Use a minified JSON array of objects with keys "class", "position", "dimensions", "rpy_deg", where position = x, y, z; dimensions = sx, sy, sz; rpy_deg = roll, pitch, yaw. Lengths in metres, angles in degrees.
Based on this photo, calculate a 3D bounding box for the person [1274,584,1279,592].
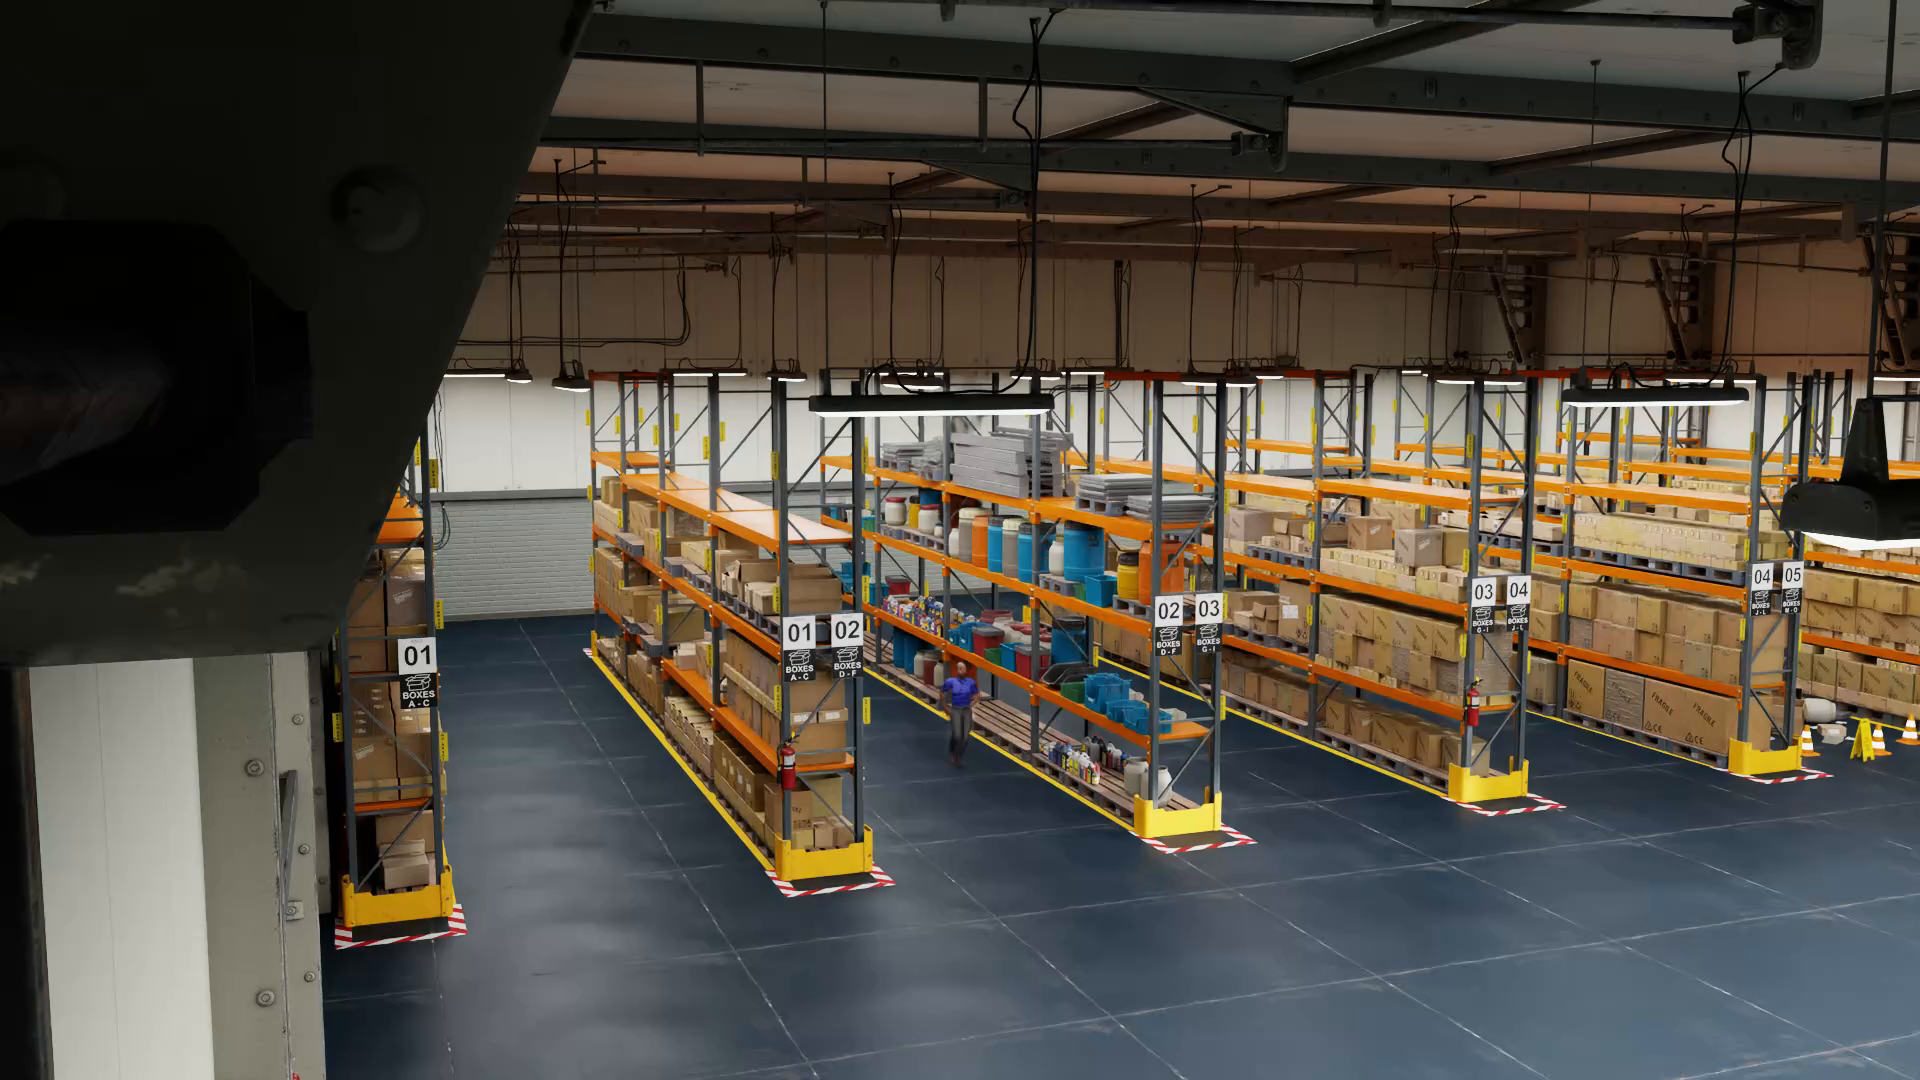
[{"class":"person","position":[8.127,0.871,42.073],"dimensions":[0.484,1.562,0.548],"rpy_deg":[-2,7,-17]}]

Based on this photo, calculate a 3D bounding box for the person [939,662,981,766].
[{"class":"person","position":[0.023,2.674,25.475],"dimensions":[0.628,1.621,0.536],"rpy_deg":[-2,7,-14]}]

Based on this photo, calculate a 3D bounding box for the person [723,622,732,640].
[{"class":"person","position":[-4.799,1.665,34.425],"dimensions":[0.586,1.695,0.811],"rpy_deg":[-5,8,-39]}]

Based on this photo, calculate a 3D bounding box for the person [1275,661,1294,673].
[{"class":"person","position":[6.397,1.812,32.512],"dimensions":[0.665,1.842,0.807],"rpy_deg":[-4,7,-29]}]
